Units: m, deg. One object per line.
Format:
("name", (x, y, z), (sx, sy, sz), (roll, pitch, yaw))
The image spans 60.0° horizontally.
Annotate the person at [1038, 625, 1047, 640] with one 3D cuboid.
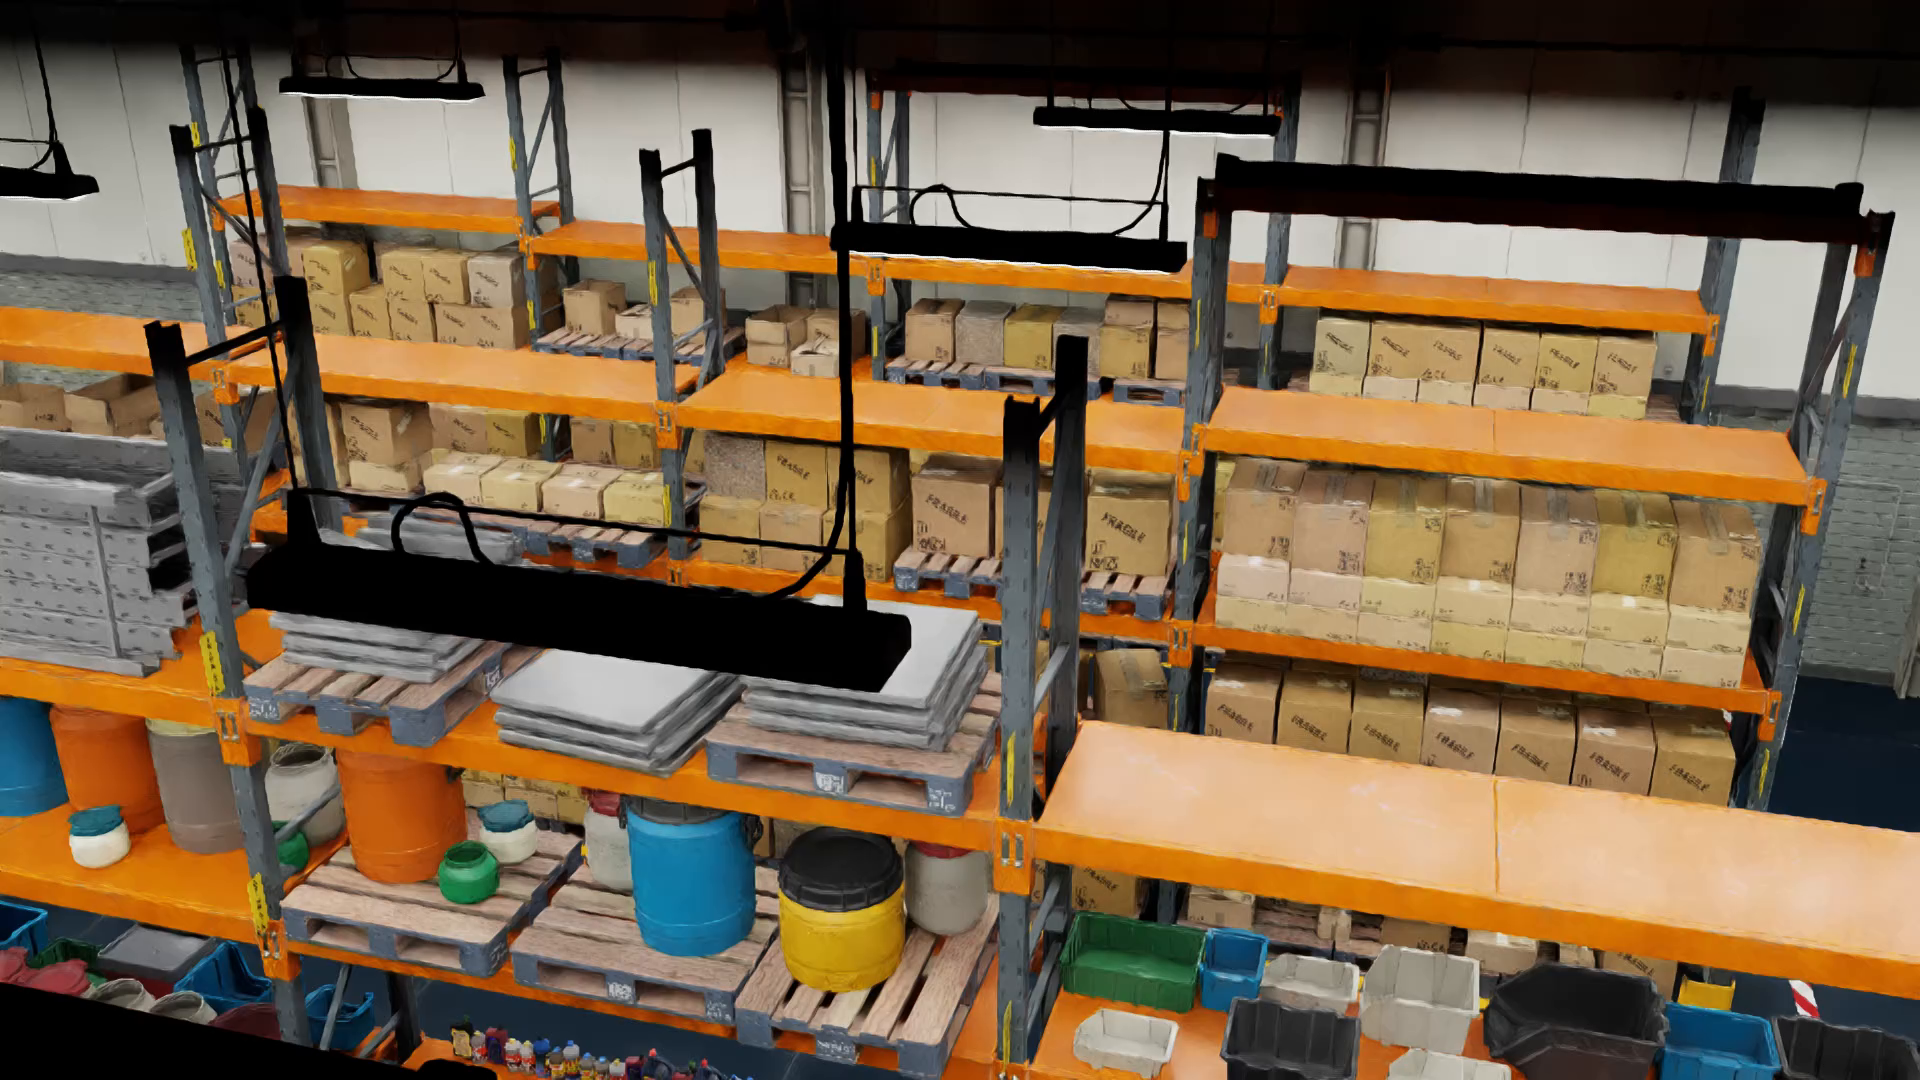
("person", (0.897, 0.808, 16.761), (0.667, 1.552, 0.448), (-1, 23, -2))
